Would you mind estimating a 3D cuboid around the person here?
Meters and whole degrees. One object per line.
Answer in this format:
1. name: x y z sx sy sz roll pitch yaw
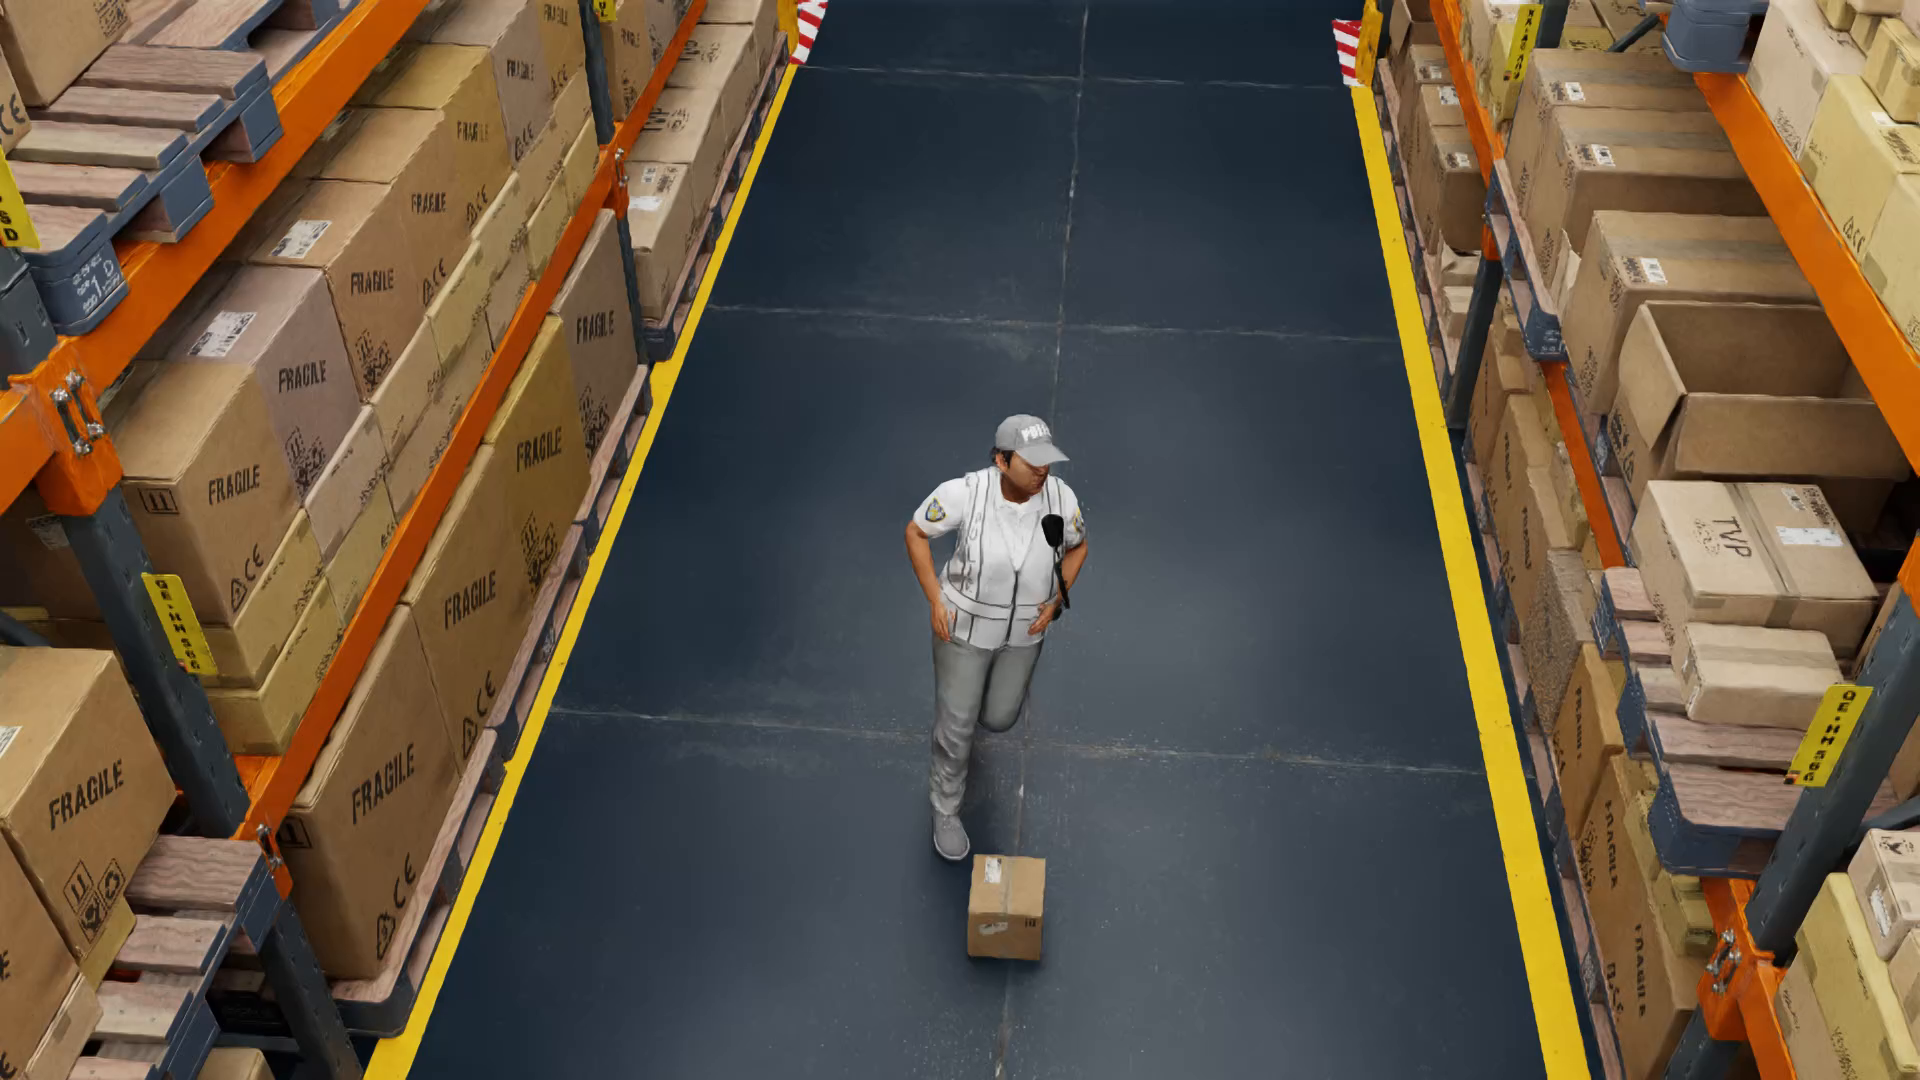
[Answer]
1. person: 0.156 0.294 5.825 0.633 1.627 0.709 -9 41 -10
